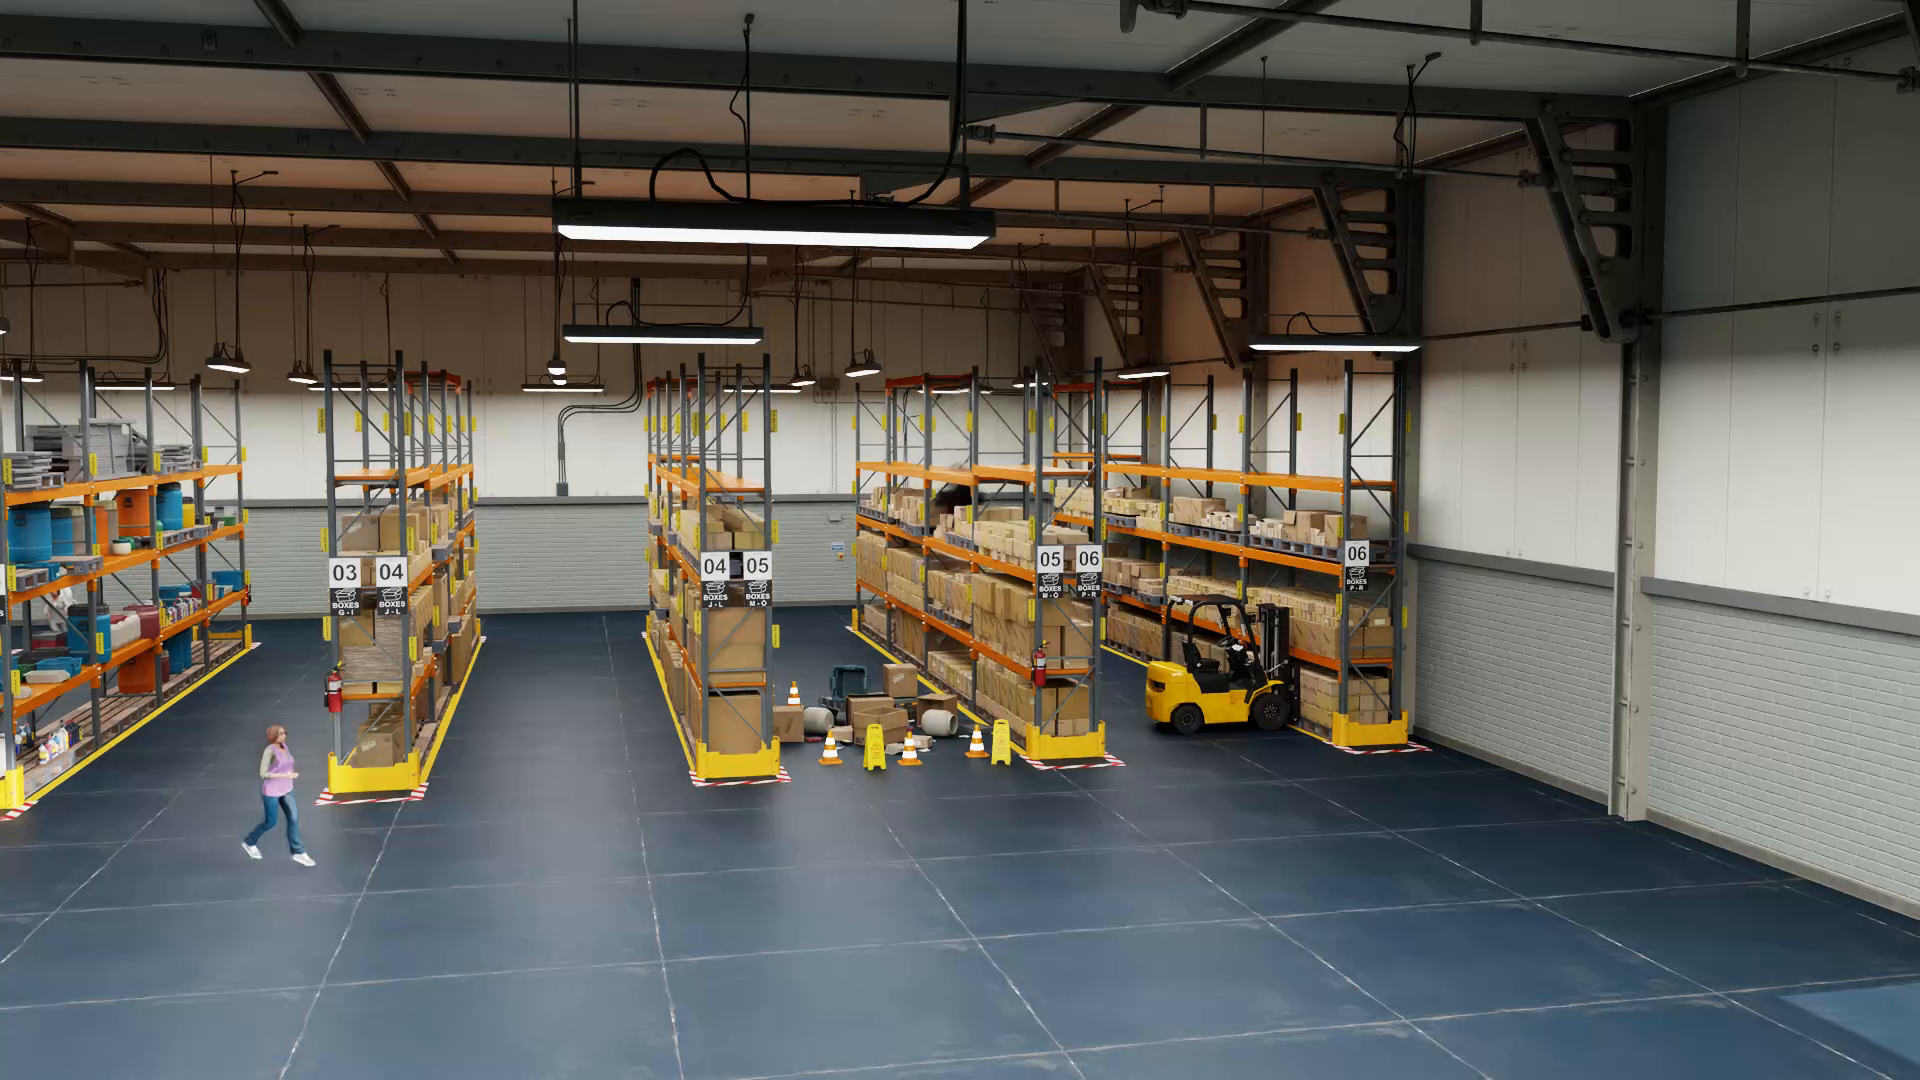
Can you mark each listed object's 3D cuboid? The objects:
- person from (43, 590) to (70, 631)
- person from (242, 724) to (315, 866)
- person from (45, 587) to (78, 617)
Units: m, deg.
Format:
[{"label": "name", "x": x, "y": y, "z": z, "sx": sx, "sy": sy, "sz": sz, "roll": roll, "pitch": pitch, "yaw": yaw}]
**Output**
[{"label": "person", "x": -19.294, "y": 1.766, "z": 35.561, "sx": 0.529, "sy": 1.551, "sz": 0.563, "roll": -2, "pitch": 4, "yaw": -23}, {"label": "person", "x": -7.737, "y": 2.888, "z": 18.795, "sx": 0.876, "sy": 1.578, "sz": 0.540, "roll": 1, "pitch": 4, "yaw": 17}, {"label": "person", "x": -19.835, "y": 1.576, "z": 36.774, "sx": 0.832, "sy": 1.732, "sz": 0.711, "roll": 2, "pitch": 5, "yaw": 30}]
